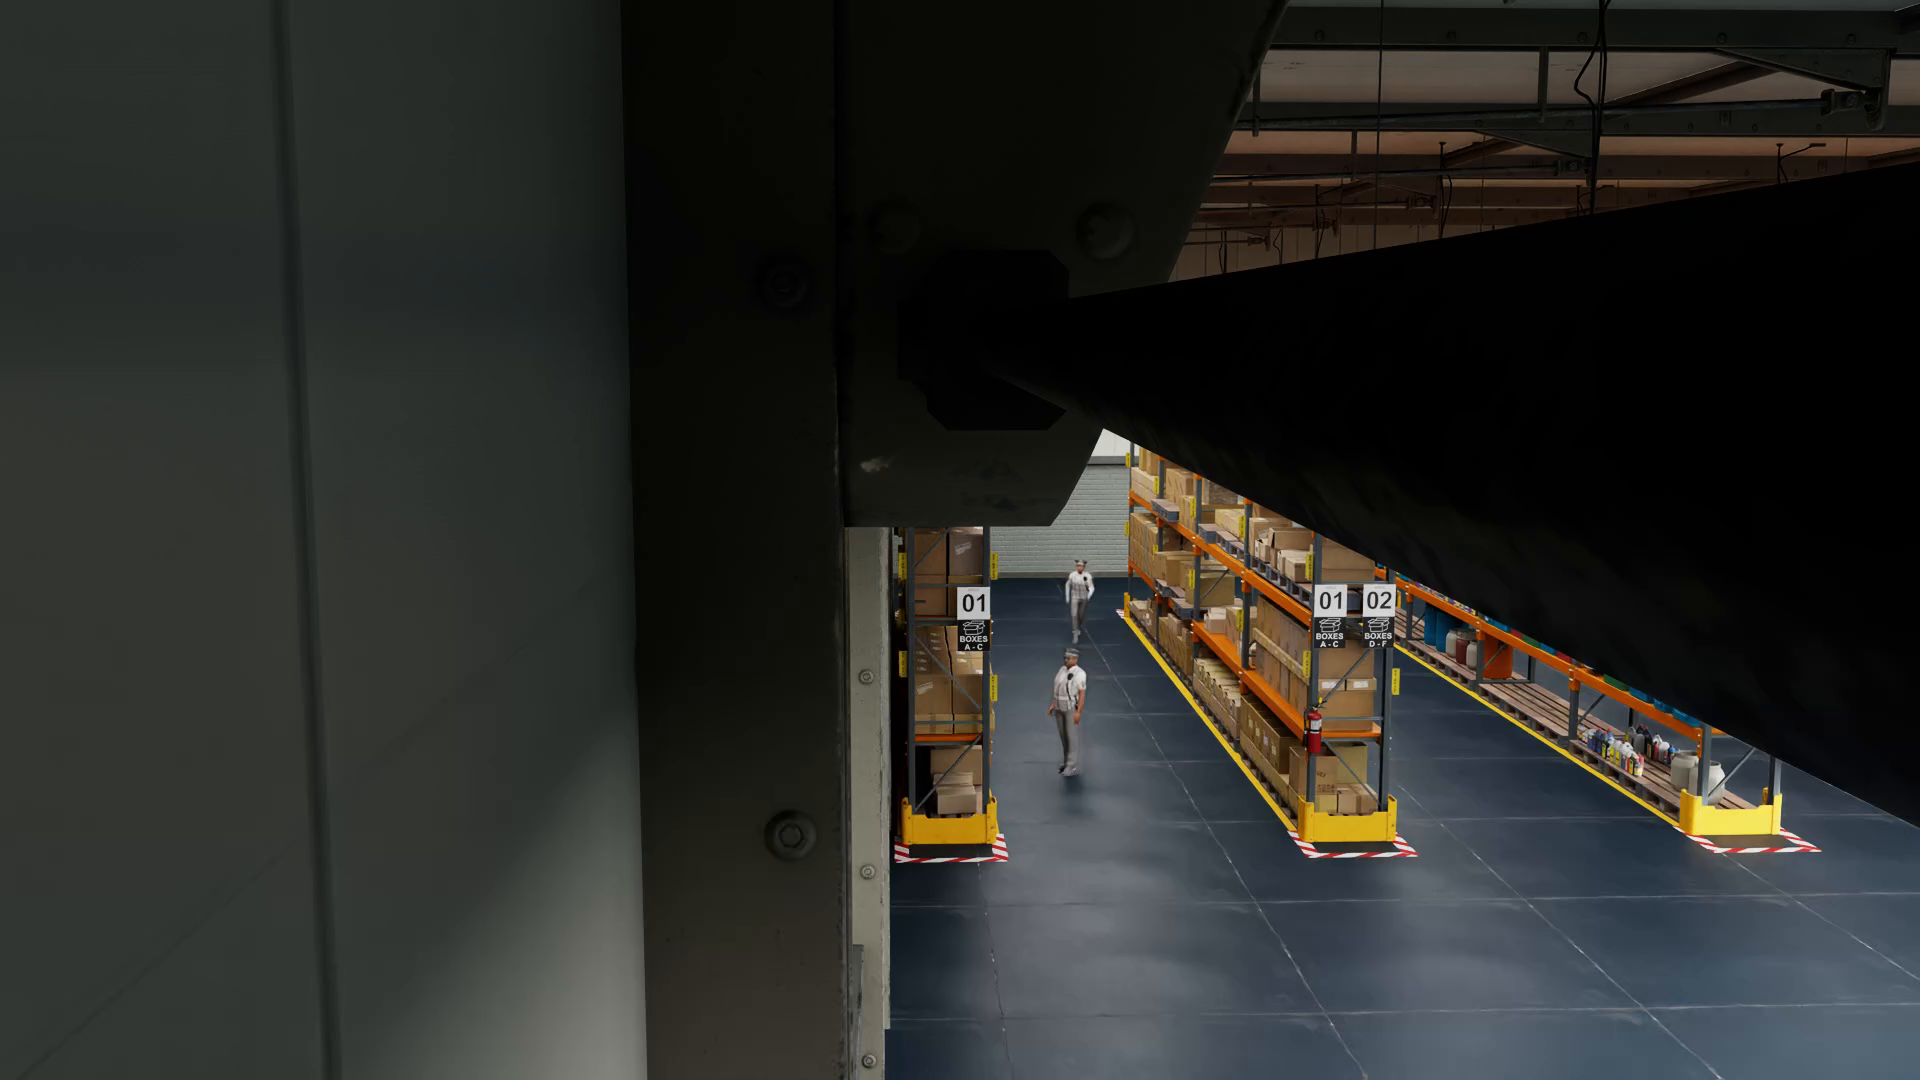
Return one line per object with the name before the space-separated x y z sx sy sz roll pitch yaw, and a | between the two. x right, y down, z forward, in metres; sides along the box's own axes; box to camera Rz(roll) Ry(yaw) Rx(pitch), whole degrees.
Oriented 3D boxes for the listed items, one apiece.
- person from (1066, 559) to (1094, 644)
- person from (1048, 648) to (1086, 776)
person | 2.436 1.207 33.744 0.565 1.673 0.948 0 7 1
person | 1.517 2.435 23.727 0.525 1.798 0.564 -7 10 -43
